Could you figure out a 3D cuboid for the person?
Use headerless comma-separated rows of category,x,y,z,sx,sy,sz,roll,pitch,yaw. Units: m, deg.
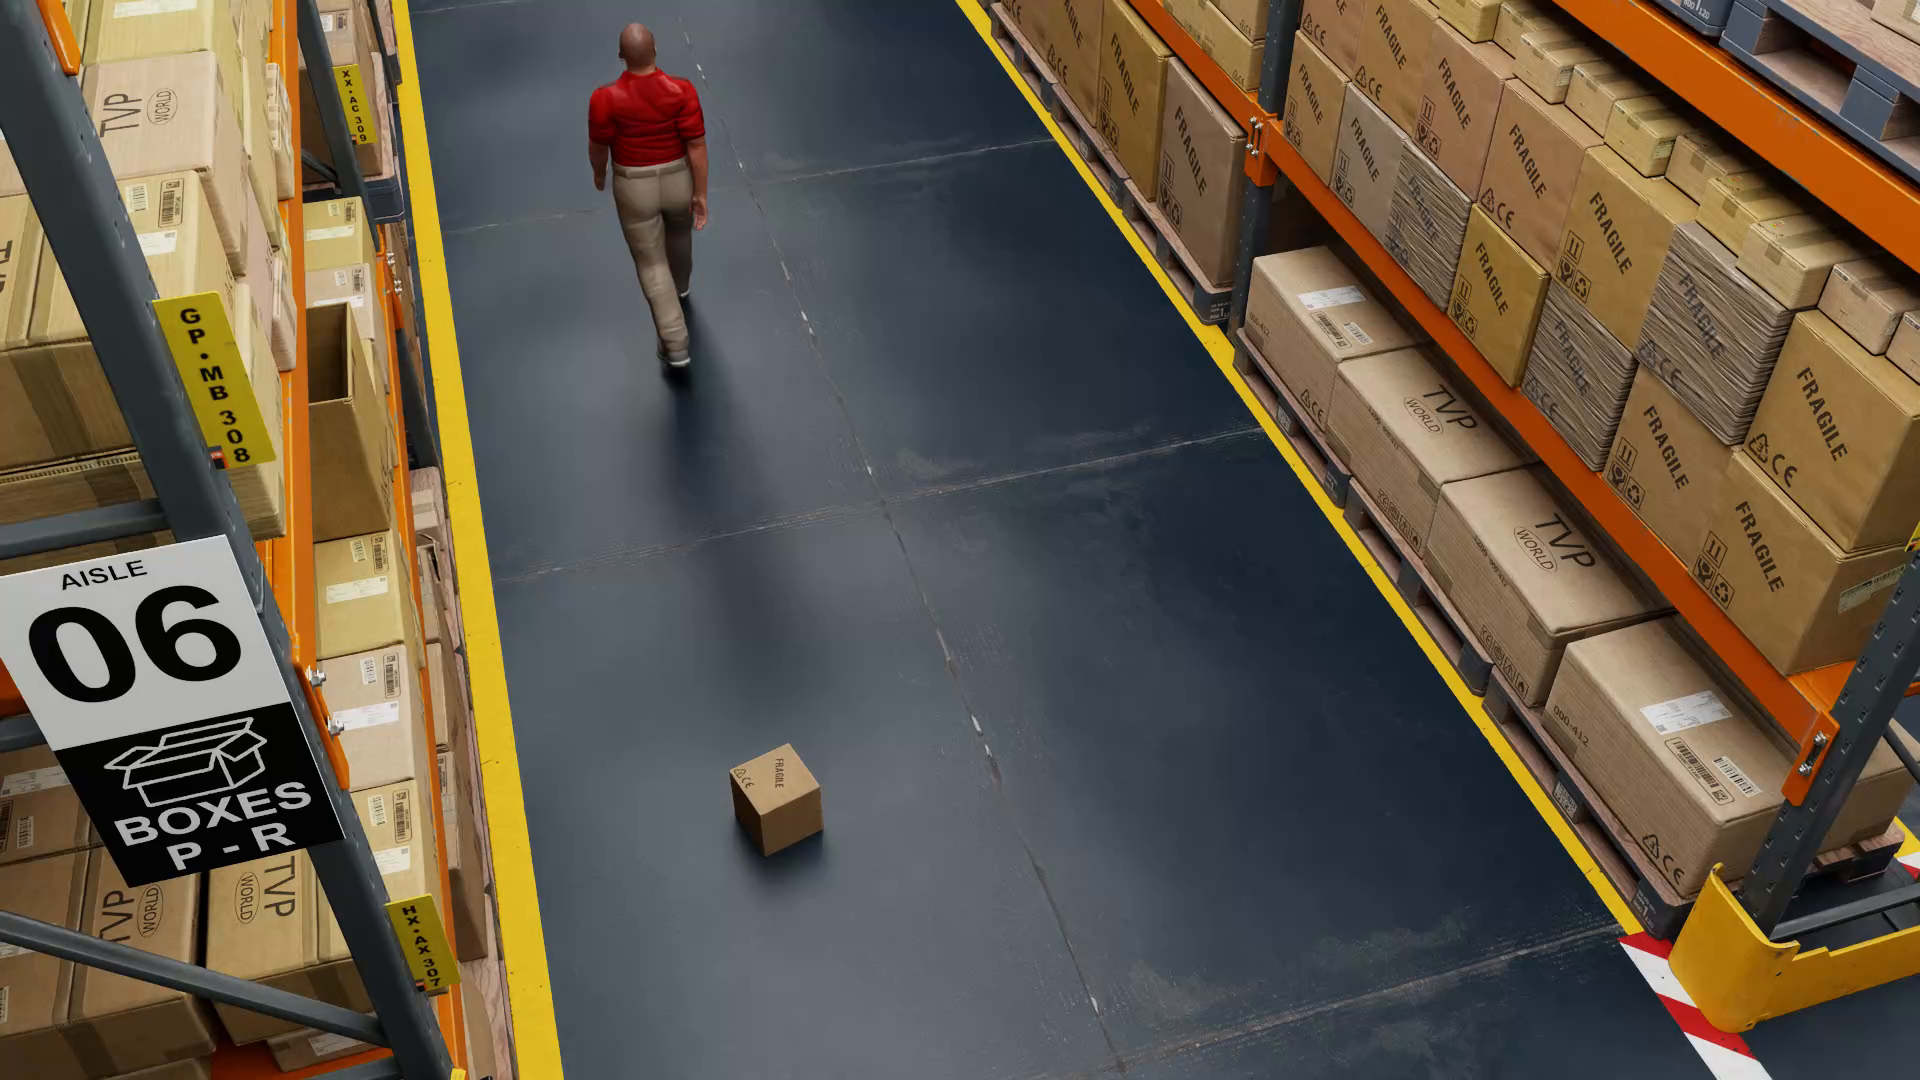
person,-1.517,-1.752,8.120,0.536,1.670,1.049,-15,44,-17
